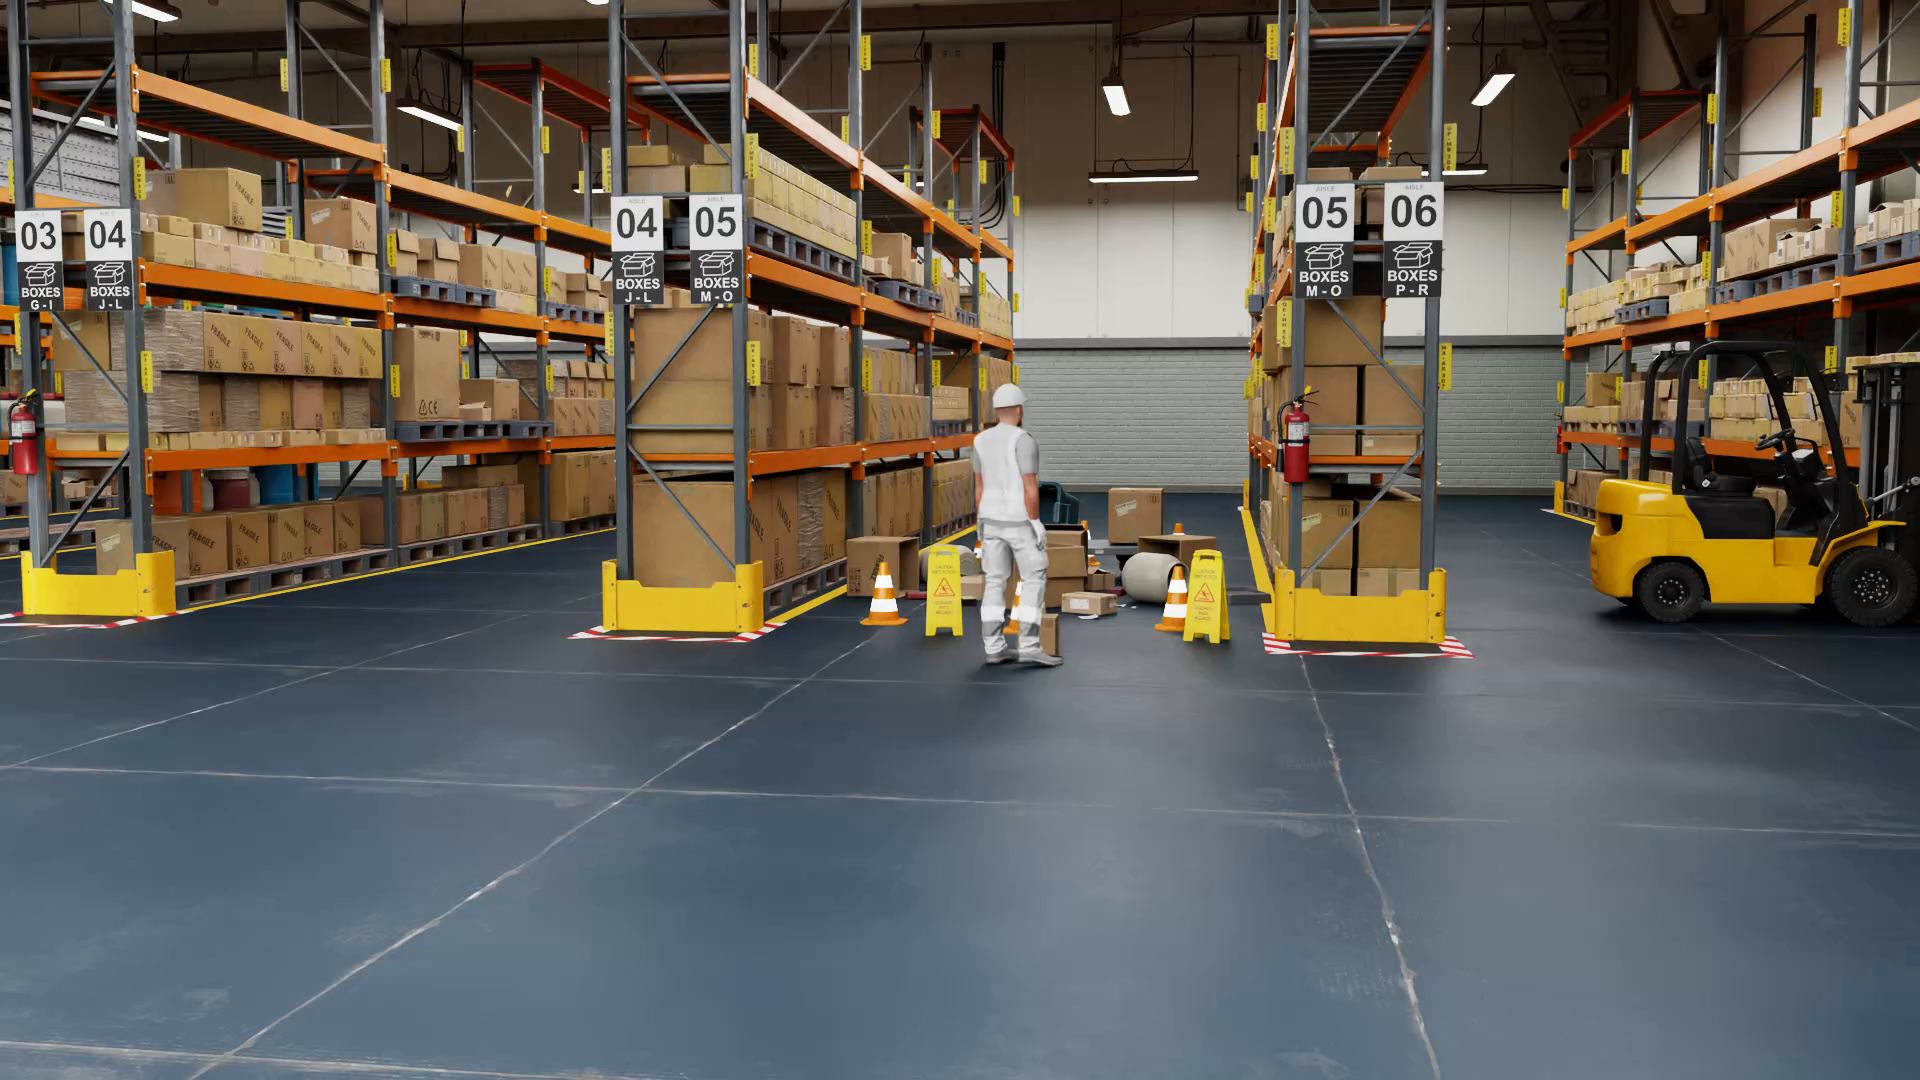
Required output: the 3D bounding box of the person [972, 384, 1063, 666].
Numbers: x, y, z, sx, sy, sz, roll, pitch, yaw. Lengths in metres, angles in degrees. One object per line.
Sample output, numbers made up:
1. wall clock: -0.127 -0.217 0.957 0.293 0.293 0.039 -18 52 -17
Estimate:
1. person: 0.336 -0.096 10.660 0.608 1.800 0.338 4 6 40
